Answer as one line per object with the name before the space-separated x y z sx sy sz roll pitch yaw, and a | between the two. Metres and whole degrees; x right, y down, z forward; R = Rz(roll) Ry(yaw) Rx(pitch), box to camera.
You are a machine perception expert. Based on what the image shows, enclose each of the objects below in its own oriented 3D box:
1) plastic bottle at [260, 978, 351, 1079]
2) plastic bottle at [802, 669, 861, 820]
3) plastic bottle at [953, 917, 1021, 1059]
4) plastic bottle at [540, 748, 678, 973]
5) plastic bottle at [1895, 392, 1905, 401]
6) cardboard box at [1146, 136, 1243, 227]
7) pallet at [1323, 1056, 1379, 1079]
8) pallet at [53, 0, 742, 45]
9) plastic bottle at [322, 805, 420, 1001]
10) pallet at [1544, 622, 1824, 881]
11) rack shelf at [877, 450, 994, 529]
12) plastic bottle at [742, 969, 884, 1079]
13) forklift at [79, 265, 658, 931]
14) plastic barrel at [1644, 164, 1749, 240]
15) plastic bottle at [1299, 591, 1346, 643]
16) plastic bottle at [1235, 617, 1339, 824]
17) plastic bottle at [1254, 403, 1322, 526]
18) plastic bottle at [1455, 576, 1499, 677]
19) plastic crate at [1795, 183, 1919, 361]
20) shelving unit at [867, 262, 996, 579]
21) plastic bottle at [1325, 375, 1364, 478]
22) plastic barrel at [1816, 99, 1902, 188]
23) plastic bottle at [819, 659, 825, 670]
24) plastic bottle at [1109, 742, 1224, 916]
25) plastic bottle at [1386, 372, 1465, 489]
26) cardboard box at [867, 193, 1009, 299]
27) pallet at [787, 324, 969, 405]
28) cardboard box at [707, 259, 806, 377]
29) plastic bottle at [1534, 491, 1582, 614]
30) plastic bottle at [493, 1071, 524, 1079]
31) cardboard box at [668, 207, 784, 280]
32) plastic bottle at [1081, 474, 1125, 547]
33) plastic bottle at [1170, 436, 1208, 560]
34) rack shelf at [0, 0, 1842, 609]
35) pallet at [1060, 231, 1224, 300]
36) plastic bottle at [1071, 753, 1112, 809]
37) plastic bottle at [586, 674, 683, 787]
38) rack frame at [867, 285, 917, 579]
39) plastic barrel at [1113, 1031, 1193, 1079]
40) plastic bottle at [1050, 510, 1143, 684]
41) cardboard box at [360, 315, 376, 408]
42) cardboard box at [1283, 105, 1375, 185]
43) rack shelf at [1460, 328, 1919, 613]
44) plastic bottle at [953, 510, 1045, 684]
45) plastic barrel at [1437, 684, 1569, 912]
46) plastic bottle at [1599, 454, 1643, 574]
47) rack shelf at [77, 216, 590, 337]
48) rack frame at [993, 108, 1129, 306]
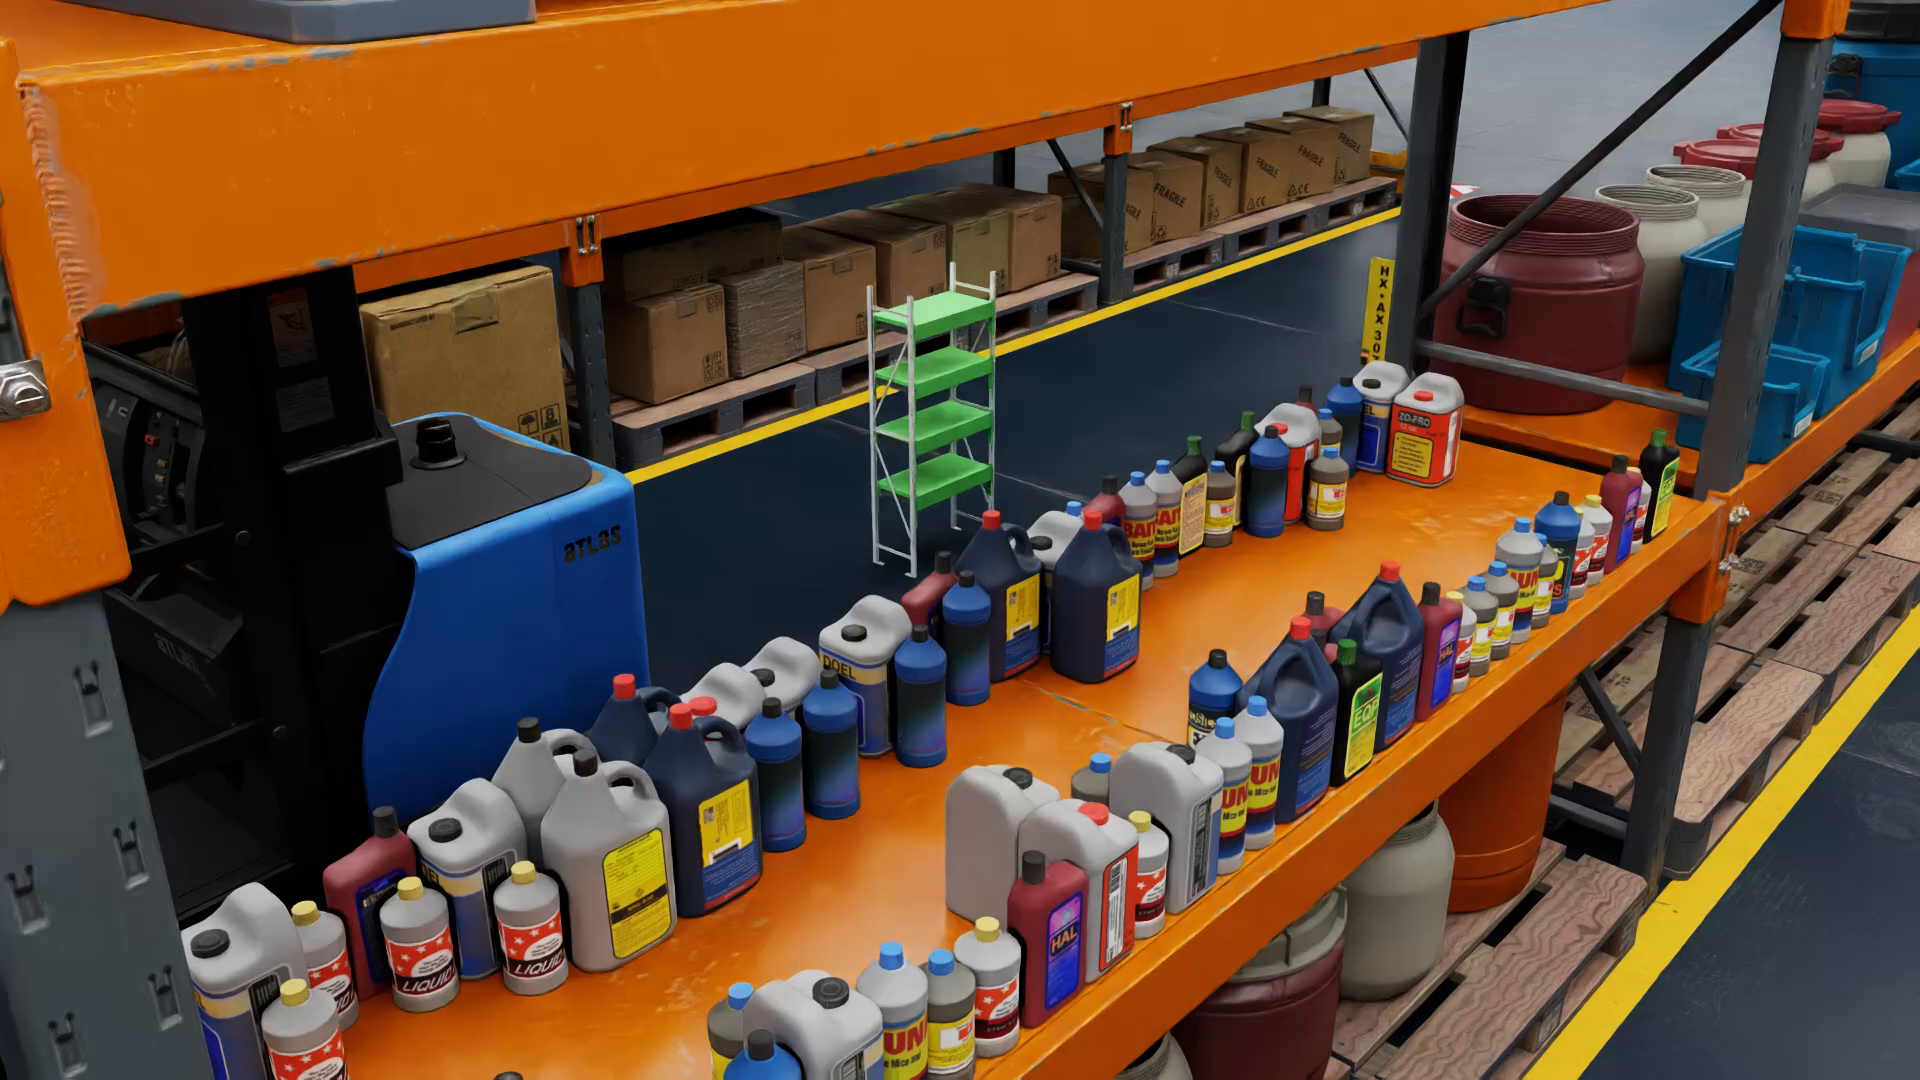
plastic bottle | -0.898 0.693 2.281 0.097 0.201 0.097 0 24 0
plastic bottle | -0.228 0.355 2.949 0.097 0.271 0.097 0 24 0
plastic bottle | 0.039 0.637 2.405 0.097 0.201 0.097 0 24 0
plastic bottle | -0.548 0.475 2.585 0.144 0.351 0.185 20 31 38
plastic bottle | 4.636 -0.883 8.252 0.144 0.351 0.185 20 31 38
cardboard box | 1.654 -2.556 11.827 0.500 0.500 0.500 17 29 33
pallet | 0.335 1.458 3.741 1.003 0.211 1.213 20 31 38
pallet | -0.575 -0.766 1.856 1.213 0.211 1.003 20 31 38
plastic bottle | -0.883 0.544 2.512 0.061 0.283 0.133 20 31 38
pallet | 2.190 0.611 5.630 1.003 0.211 1.213 20 31 38
rack shelf | -0.110 -0.220 7.016 0.258 0.148 0.480 20 31 38
plastic bottle | -0.189 0.691 2.195 0.152 0.276 0.135 20 31 38
forklift | -2.321 -0.224 4.168 1.130 2.935 3.031 19 31 36
plastic barrel | 2.453 -0.987 5.649 0.421 0.512 0.421 0 24 0
plastic bottle | 0.698 0.222 3.231 0.061 0.283 0.133 20 31 38
plastic bottle | 0.579 0.308 2.956 0.144 0.351 0.185 20 31 38
plastic bottle | 0.806 -0.195 4.170 0.152 0.276 0.135 20 31 38
plastic bottle | 1.057 0.173 3.442 0.097 0.201 0.097 0 24 0
plastic crate | 2.950 -0.874 5.455 0.402 0.464 0.583 20 31 38
shelving unit | -0.110 -0.497 6.892 0.258 1.200 0.503 20 31 38
plastic bottle | 1.017 -0.306 4.424 0.097 0.271 0.097 0 24 0
plastic barrel | 3.512 -1.485 6.730 0.433 0.535 0.433 0 24 0
plastic bottle | -0.276 0.316 3.122 0.097 0.201 0.097 0 24 0
plastic bottle | 0.340 0.449 2.733 0.152 0.276 0.135 20 31 38
plastic bottle | 1.228 -0.295 4.392 0.152 0.276 0.135 20 31 38
cardboard box | -0.133 -1.746 9.996 0.700 0.500 0.500 20 31 37
pallet | -0.707 -1.124 9.499 1.003 0.211 1.213 20 31 38
cardboard box | -1.251 -1.231 8.846 0.700 0.500 0.500 17 29 33
plastic bottle | 1.317 0.022 3.692 0.097 0.271 0.097 0 24 0
plastic bottle | -0.522 0.774 1.918 0.144 0.351 0.185 20 31 38
cardboard box | -1.273 -1.568 8.681 0.500 0.250 0.500 -20 31 -37
plastic bottle | 0.309 0.000 3.726 0.061 0.283 0.133 20 31 38
plastic bottle | 0.528 -0.100 3.949 0.061 0.283 0.133 20 31 38
rack shelf | 0.309 -0.867 2.731 1.077 0.370 4.000 20 31 38
pallet | 1.047 -1.949 11.339 1.003 0.211 1.213 20 31 38
plastic bottle | 0.234 0.455 2.812 0.097 0.201 0.097 0 24 0
plastic bottle | -0.532 0.379 2.798 0.144 0.351 0.185 20 31 38
rack frame | -0.273 -0.423 6.726 0.240 1.200 0.015 20 31 38
plastic barrel | 0.266 1.202 3.431 0.421 0.512 0.421 0 24 0
plastic bottle | 0.282 0.100 3.420 0.144 0.351 0.185 20 31 38
cardboard box | -3.121 -0.537 6.864 1.225 0.875 0.875 20 31 38
cardboard box | 2.866 -3.091 13.020 0.500 0.500 0.500 -17 29 -34
rack shelf | 2.979 -0.717 6.063 1.077 0.370 4.000 20 31 38
plastic bottle | 0.079 0.100 3.421 0.144 0.351 0.185 20 31 38
plastic barrel | 1.330 0.516 4.572 0.600 0.830 0.708 20 31 38
plastic bottle | 1.538 -0.073 3.889 0.061 0.283 0.133 20 31 38
rack shelf | -3.379 -0.851 6.361 1.077 0.370 4.000 20 31 38
rack frame | 0.625 -3.007 10.291 1.000 3.000 0.127 20 31 38
